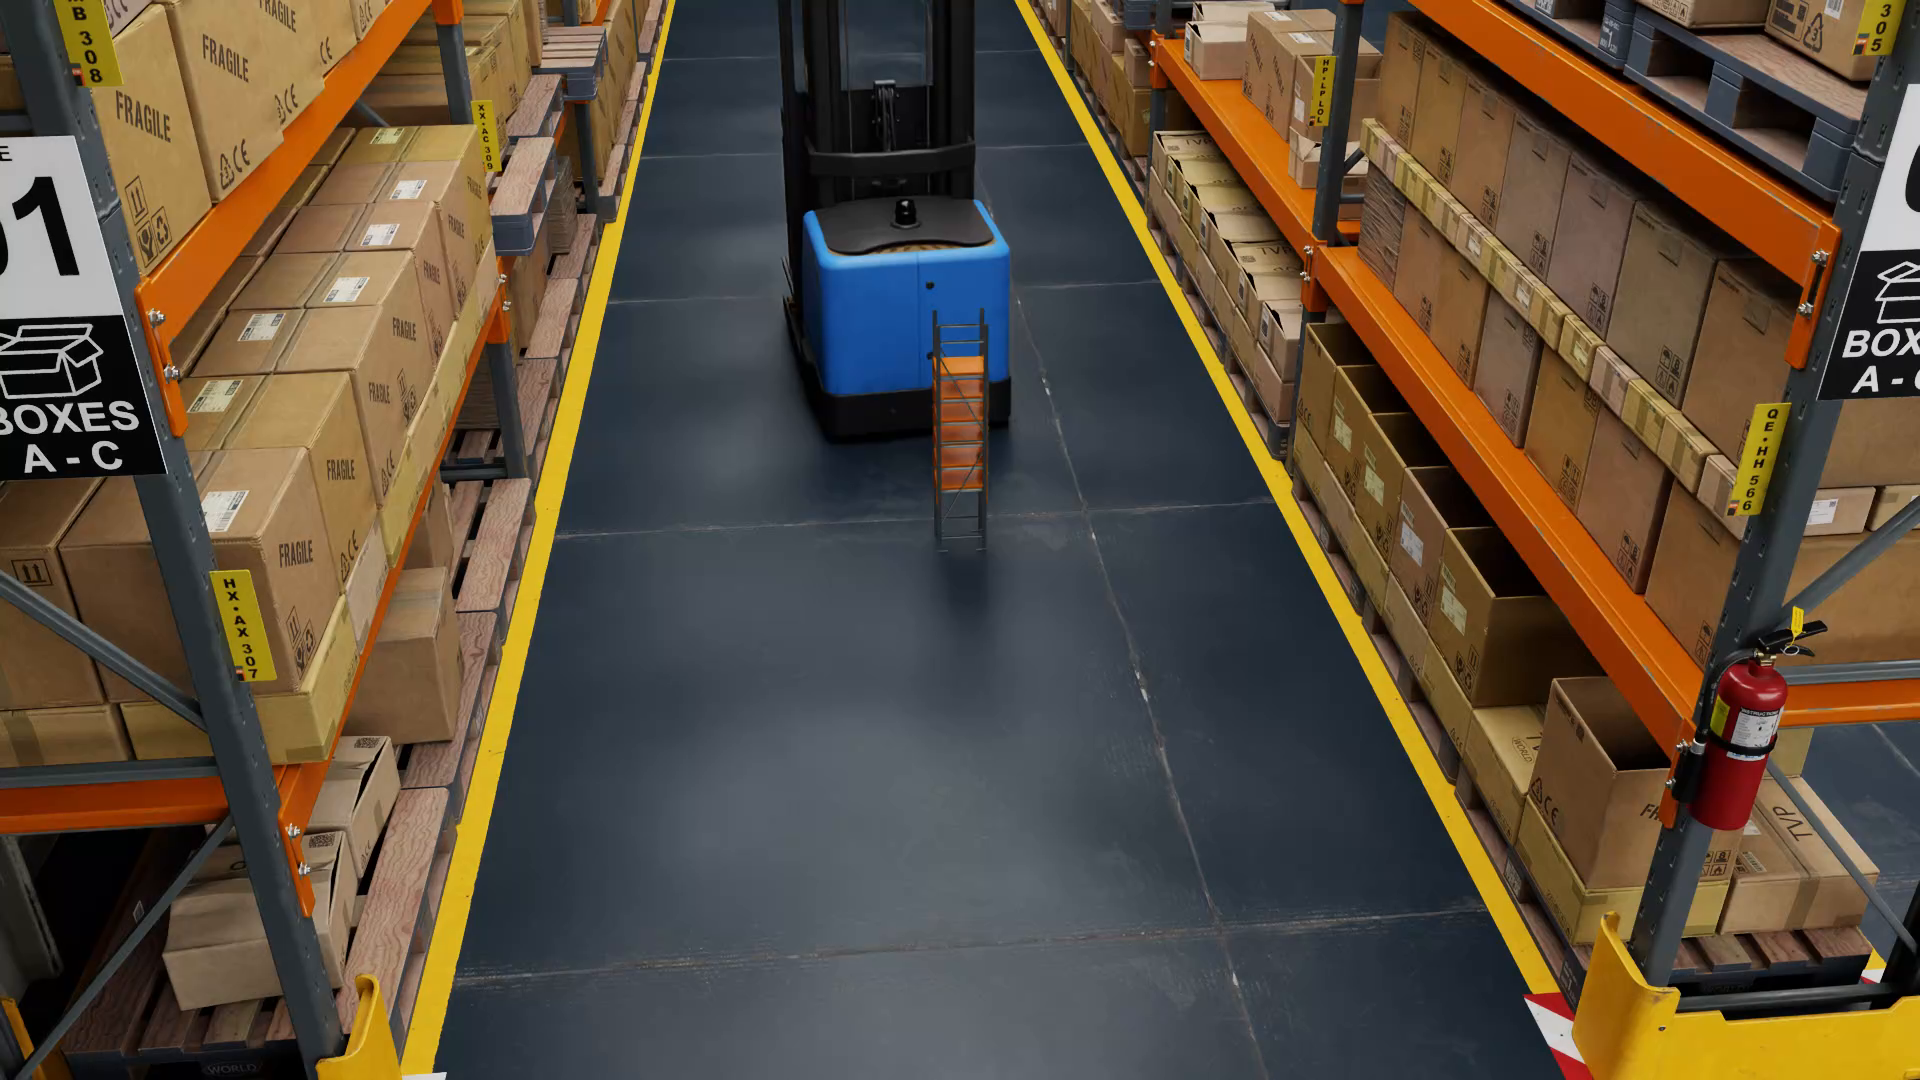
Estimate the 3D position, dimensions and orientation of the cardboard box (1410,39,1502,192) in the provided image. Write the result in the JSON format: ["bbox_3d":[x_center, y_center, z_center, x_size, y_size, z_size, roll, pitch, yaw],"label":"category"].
[{"bbox_3d":[2.336,-1.784,6.949,0.700,0.500,0.500,-3,31,-5],"label":"cardboard box"}]

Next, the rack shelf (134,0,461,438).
[{"bbox_3d":[-2.505,-1.387,5.423,1.077,0.370,4.000,-3,31,-5],"label":"rack shelf"}]

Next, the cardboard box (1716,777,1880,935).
[{"bbox_3d":[2.785,1.090,5.773,0.500,0.250,0.500,-3,31,-5],"label":"cardboard box"}]

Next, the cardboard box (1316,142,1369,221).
[{"bbox_3d":[2.150,-1.853,8.574,0.500,0.250,0.500,-1,31,-1],"label":"cardboard box"}]

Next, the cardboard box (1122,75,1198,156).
[{"bbox_3d":[1.545,-3.293,12.846,0.500,0.500,0.500,-2,31,-3],"label":"cardboard box"}]

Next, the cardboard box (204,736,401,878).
[{"bbox_3d":[-2.346,0.930,5.961,0.500,0.311,0.500,0,31,0],"label":"cardboard box"}]

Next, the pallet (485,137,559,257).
[{"bbox_3d":[-2.618,-1.744,8.432,1.003,0.211,1.213,-3,31,-5],"label":"pallet"}]

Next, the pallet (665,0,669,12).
[{"bbox_3d":[-3.660,-5.954,18.013,1.003,0.211,1.213,-3,31,-5],"label":"pallet"}]

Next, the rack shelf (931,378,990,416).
[{"bbox_3d":[0.001,-0.676,7.830,0.258,0.103,0.180,-3,31,-5],"label":"rack shelf"}]

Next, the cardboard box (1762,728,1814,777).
[{"bbox_3d":[2.736,0.512,6.008,0.500,0.500,0.500,-3,31,-5],"label":"cardboard box"}]

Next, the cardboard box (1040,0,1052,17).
[{"bbox_3d":[1.087,-5.448,16.638,0.500,0.311,0.500,-3,31,-5],"label":"cardboard box"}]

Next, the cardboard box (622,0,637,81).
[{"bbox_3d":[-3.249,-4.445,14.454,0.750,0.750,0.750,-2,31,-4],"label":"cardboard box"}]

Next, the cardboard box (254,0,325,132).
[{"bbox_3d":[-2.168,-1.450,4.710,0.500,0.500,0.500,-1,31,-2],"label":"cardboard box"}]

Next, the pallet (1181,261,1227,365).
[{"bbox_3d":[2.015,-1.470,10.505,1.003,0.211,1.213,-3,31,-5],"label":"pallet"}]

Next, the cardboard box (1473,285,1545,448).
[{"bbox_3d":[2.435,-0.698,6.396,0.700,0.500,0.500,-2,31,-3],"label":"cardboard box"}]

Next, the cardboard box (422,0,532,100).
[{"bbox_3d":[-2.873,-2.829,9.534,0.700,0.500,0.500,-3,31,-5],"label":"cardboard box"}]

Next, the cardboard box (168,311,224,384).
[{"bbox_3d":[-2.664,-0.405,5.398,0.500,0.500,0.500,-4,31,-6],"label":"cardboard box"}]

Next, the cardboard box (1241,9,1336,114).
[{"bbox_3d":[2.039,-2.898,10.079,0.500,0.500,0.500,-4,31,-7],"label":"cardboard box"}]

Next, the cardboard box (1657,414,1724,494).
[{"bbox_3d":[2.362,-0.267,5.042,0.380,0.149,0.250,-2,31,-3],"label":"cardboard box"}]

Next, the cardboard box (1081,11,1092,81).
[{"bbox_3d":[1.356,-4.338,14.596,0.500,0.500,0.500,-2,31,-4],"label":"cardboard box"}]

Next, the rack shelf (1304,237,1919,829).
[{"bbox_3d":[2.427,-0.338,6.593,1.077,0.370,4.000,-3,31,-5],"label":"rack shelf"}]

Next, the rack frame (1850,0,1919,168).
[{"bbox_3d":[2.614,-2.202,3.161,1.000,3.000,0.127,-3,31,-5],"label":"rack frame"}]

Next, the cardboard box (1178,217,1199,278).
[{"bbox_3d":[1.725,-1.907,10.790,0.500,0.250,0.500,-4,31,-6],"label":"cardboard box"}]

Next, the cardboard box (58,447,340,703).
[{"bbox_3d":[-2.064,0.089,4.572,0.500,0.500,0.500,-3,31,-5],"label":"cardboard box"}]

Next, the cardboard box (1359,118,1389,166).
[{"bbox_3d":[2.072,-1.843,7.681,0.380,0.149,0.250,-3,31,-5],"label":"cardboard box"}]

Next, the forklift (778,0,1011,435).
[{"bbox_3d":[-0.509,-2.570,9.694,1.130,2.935,3.031,-6,31,-10],"label":"forklift"}]

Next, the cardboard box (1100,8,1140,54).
[{"bbox_3d":[1.436,-4.165,13.575,0.500,0.250,0.500,-3,31,-6],"label":"cardboard box"}]

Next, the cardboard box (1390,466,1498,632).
[{"bbox_3d":[2.114,0.027,6.820,0.500,0.500,0.500,-3,31,-5],"label":"cardboard box"}]

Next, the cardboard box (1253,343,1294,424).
[{"bbox_3d":[1.912,-0.866,9.047,0.500,0.250,0.500,-3,31,-5],"label":"cardboard box"}]

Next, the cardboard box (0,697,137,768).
[{"bbox_3d":[-2.555,0.439,4.716,0.500,0.250,0.500,-2,31,-4],"label":"cardboard box"}]

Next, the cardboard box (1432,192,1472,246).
[{"bbox_3d":[2.169,-1.322,6.808,0.380,0.149,0.250,-4,31,-6],"label":"cardboard box"}]

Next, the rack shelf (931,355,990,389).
[{"bbox_3d":[0.001,-0.779,7.768,0.258,0.103,0.180,-3,31,-5],"label":"rack shelf"}]

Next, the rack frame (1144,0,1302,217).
[{"bbox_3d":[1.866,-3.711,11.537,1.000,3.000,0.127,-3,31,-5],"label":"rack frame"}]

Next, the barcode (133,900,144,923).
[{"bbox_3d":[-2.693,1.227,5.455,0.001,0.075,0.075,-3,31,-5],"label":"barcode"}]

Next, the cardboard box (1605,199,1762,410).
[{"bbox_3d":[2.523,-0.760,5.235,0.700,0.500,0.500,-4,31,-6],"label":"cardboard box"}]

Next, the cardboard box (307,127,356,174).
[{"bbox_3d":[-2.856,-1.445,7.140,0.500,0.500,0.500,-3,31,-6],"label":"cardboard box"}]

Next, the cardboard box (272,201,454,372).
[{"bbox_3d":[-2.251,-0.957,6.322,0.500,0.500,0.500,-4,31,-6],"label":"cardboard box"}]

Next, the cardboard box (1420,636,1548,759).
[{"bbox_3d":[2.162,0.604,6.585,0.500,0.250,0.500,-3,31,-5],"label":"cardboard box"}]

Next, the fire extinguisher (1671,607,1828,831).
[{"bbox_3d":[2.162,0.490,4.581,0.296,0.674,0.183,-3,31,-5],"label":"fire extinguisher"}]

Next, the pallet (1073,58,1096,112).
[{"bbox_3d":[1.606,-4.142,14.979,1.003,0.211,1.213,-3,31,-5],"label":"pallet"}]

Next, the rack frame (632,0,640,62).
[{"bbox_3d":[-3.439,-5.514,14.556,1.000,3.000,0.127,-3,31,-5],"label":"rack frame"}]

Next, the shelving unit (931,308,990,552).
[{"bbox_3d":[0.001,-0.508,7.930,0.258,1.200,0.189,-3,31,-5],"label":"shelving unit"}]

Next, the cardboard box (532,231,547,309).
[{"bbox_3d":[-2.939,-1.701,10.181,0.700,0.500,0.500,-3,31,-5],"label":"cardboard box"}]

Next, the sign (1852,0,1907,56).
[{"bbox_3d":[2.072,-1.241,3.691,0.100,0.325,0.005,-3,31,-5],"label":"sign"}]

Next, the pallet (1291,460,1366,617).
[{"bbox_3d":[2.272,-0.063,8.150,1.003,0.211,1.213,-3,31,-5],"label":"pallet"}]

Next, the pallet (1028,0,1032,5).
[{"bbox_3d":[1.201,-6.152,18.344,1.003,0.211,1.213,-3,31,-5],"label":"pallet"}]

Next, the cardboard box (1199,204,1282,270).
[{"bbox_3d":[1.774,-1.879,10.196,0.500,0.311,0.500,-3,31,-5],"label":"cardboard box"}]

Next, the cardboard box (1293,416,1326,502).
[{"bbox_3d":[1.981,-0.417,8.295,0.500,0.250,0.500,-3,31,-5],"label":"cardboard box"}]

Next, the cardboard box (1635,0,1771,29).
[{"bbox_3d":[2.243,-1.665,4.788,0.500,0.250,0.500,-3,31,-5],"label":"cardboard box"}]

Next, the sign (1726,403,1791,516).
[{"bbox_3d":[2.072,-0.206,4.310,0.100,0.325,0.005,-3,31,-5],"label":"sign"}]

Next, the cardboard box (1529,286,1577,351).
[{"bbox_3d":[2.266,-0.795,5.925,0.380,0.149,0.250,-2,31,-3],"label":"cardboard box"}]

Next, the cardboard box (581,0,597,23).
[{"bbox_3d":[-2.821,-3.820,11.946,0.380,0.149,0.250,-2,31,-3],"label":"cardboard box"}]

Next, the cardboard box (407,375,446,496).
[{"bbox_3d":[-2.197,-0.378,6.085,0.500,0.250,0.500,-2,31,-4],"label":"cardboard box"}]

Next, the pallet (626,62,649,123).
[{"bbox_3d":[-3.292,-3.926,14.617,1.003,0.211,1.213,-3,31,-5],"label":"pallet"}]
